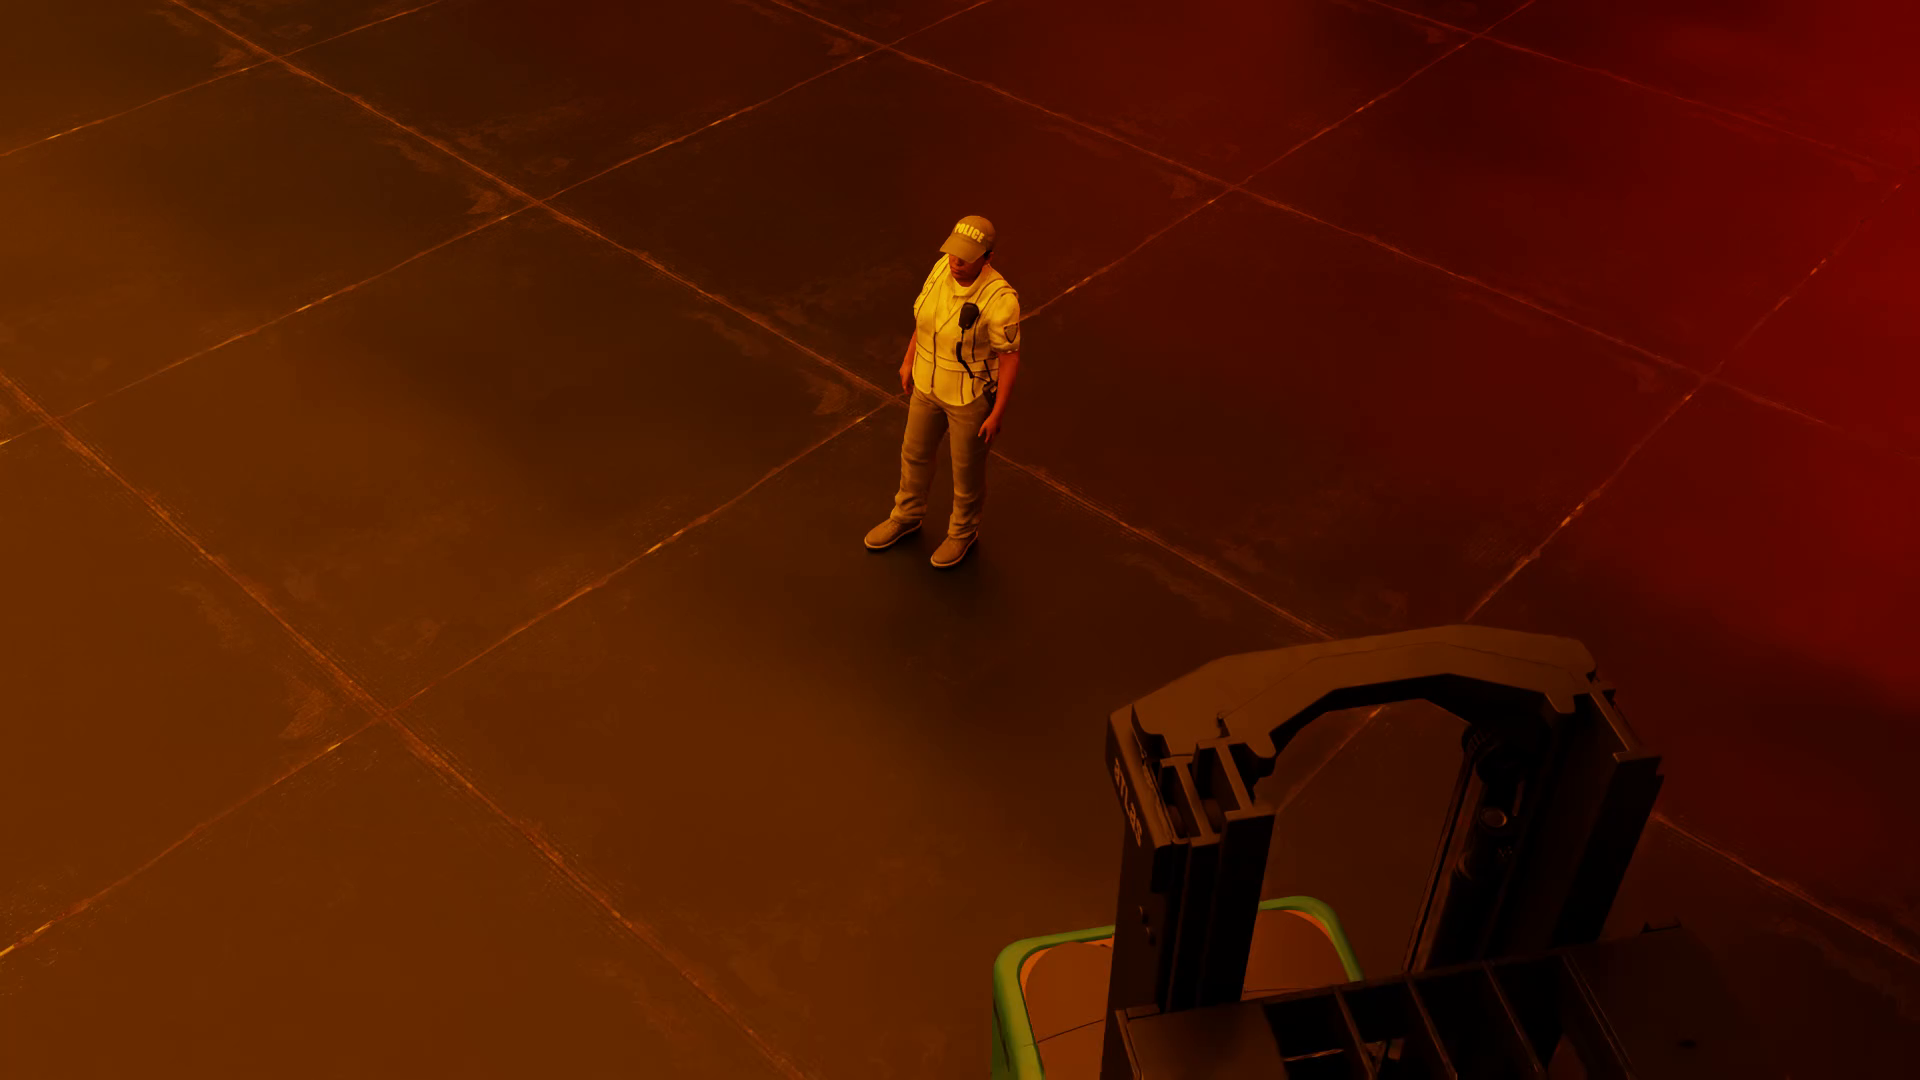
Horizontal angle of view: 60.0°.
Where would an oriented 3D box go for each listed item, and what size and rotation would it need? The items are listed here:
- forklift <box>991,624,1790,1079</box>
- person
[{"bbox_3d":[0.859,1.729,3.413,1.130,2.935,3.031,-7,41,-8],"label":"forklift"},{"bbox_3d":[-0.069,-0.612,7.100,0.598,1.670,0.529,31,49,31],"label":"person"}]
